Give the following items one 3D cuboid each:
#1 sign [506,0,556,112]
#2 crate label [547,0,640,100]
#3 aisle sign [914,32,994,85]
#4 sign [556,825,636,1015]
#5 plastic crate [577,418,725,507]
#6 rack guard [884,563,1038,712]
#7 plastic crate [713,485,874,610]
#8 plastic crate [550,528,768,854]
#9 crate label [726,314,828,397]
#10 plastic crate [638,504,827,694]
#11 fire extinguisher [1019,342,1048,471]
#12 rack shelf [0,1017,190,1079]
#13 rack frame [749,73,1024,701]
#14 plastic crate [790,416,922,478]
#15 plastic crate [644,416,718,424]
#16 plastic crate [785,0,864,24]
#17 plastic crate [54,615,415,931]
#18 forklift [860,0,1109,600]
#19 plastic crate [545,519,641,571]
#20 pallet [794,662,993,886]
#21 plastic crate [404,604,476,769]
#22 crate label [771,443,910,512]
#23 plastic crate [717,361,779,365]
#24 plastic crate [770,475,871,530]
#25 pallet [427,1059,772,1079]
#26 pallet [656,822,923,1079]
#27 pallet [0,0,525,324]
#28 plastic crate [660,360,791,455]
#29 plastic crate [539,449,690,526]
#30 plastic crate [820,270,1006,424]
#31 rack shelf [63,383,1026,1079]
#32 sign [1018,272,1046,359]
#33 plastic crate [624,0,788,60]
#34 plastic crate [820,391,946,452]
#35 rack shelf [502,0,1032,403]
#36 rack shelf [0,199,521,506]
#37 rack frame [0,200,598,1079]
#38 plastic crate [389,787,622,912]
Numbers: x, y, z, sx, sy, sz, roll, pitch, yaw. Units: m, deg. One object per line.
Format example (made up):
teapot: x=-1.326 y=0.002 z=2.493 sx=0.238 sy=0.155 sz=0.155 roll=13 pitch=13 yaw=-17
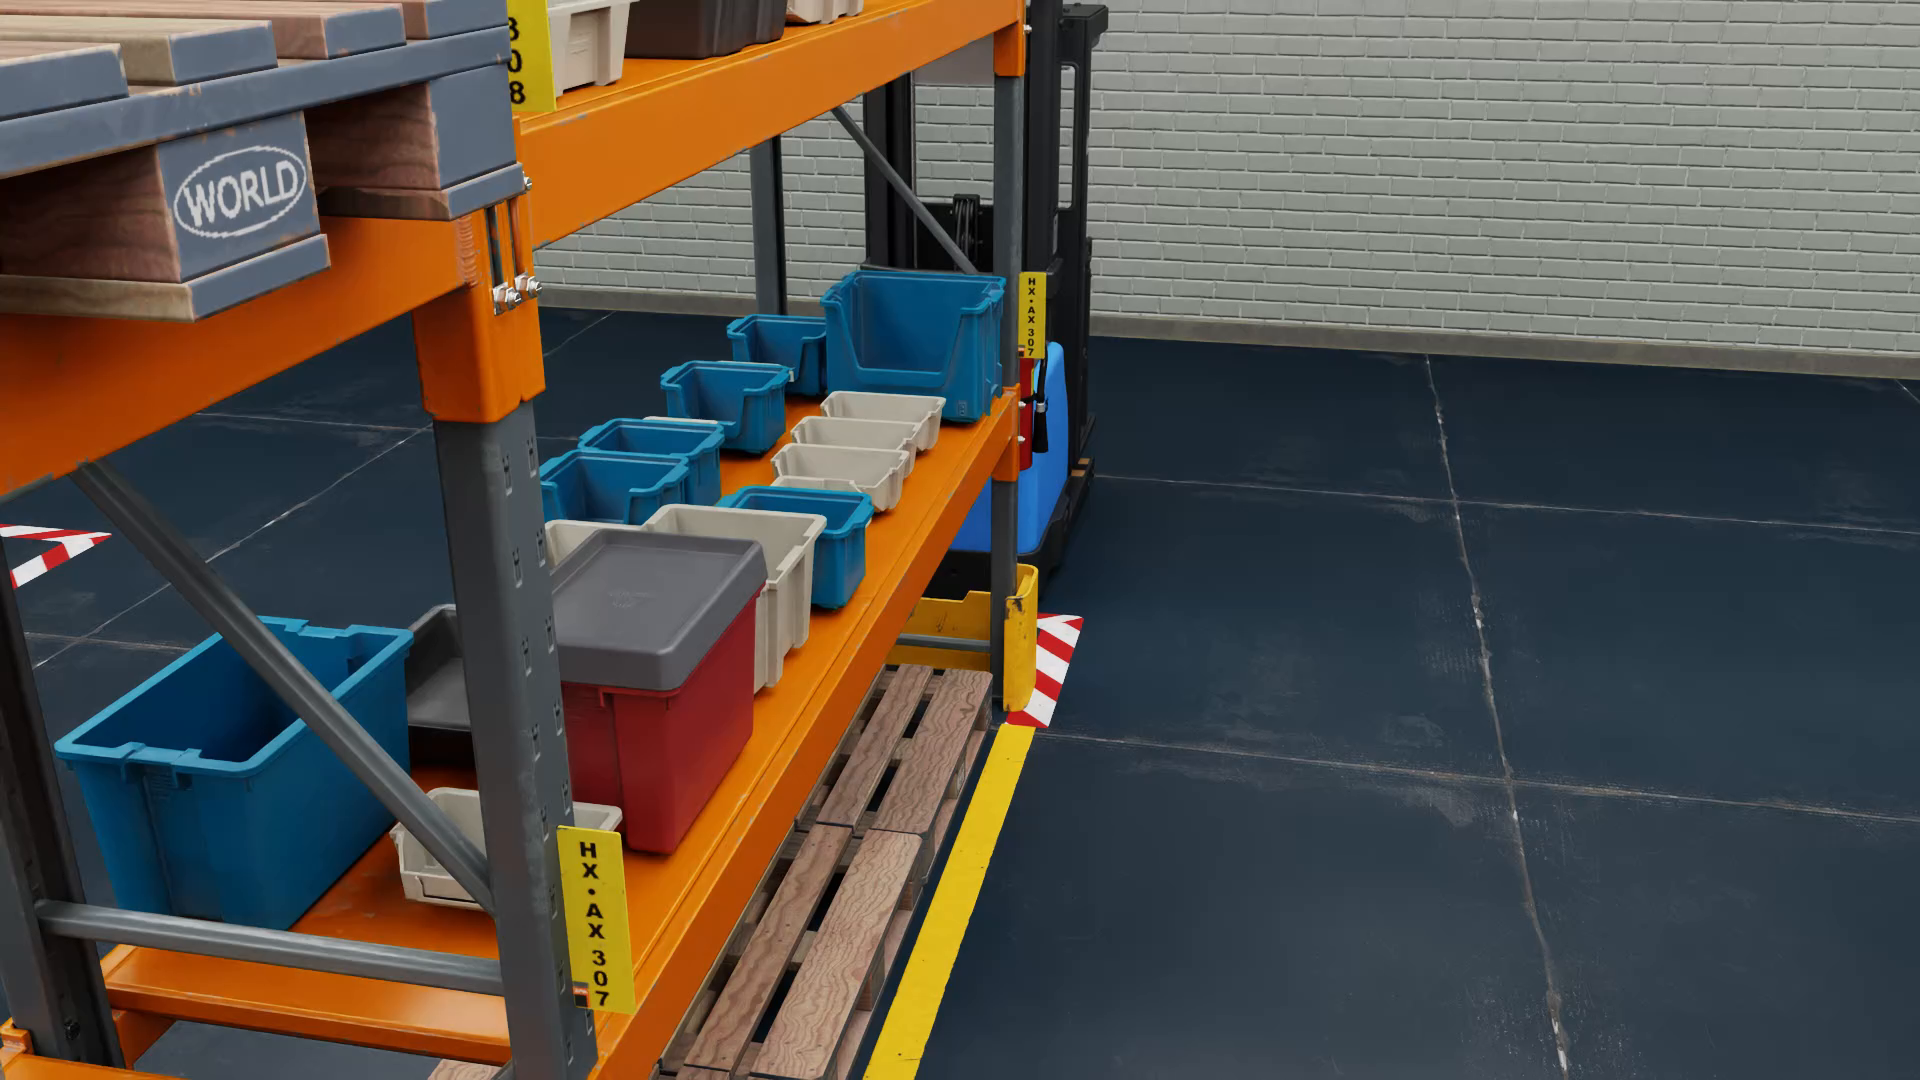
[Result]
sign: x=-0.551 y=-0.687 z=2.016 sx=0.100 sy=0.325 sz=0.005 roll=4 pitch=22 yaw=11
crate label: x=-0.707 y=-0.760 z=2.563 sx=0.293 sy=0.136 sz=0.466 roll=4 pitch=22 yaw=11
aisle sign: x=0.028 y=-2.006 z=5.841 sx=0.394 sy=0.787 sz=0.004 roll=4 pitch=22 yaw=11
sign: x=-0.551 y=0.581 z=2.527 sx=0.100 sy=0.325 sz=0.005 roll=4 pitch=22 yaw=11
plastic crate: x=-0.915 y=-0.200 z=4.979 sx=0.416 sy=0.233 sz=0.300 roll=4 pitch=22 yaw=11
rack guard: x=-0.281 y=0.353 z=6.808 sx=1.175 sy=0.500 sz=0.348 roll=4 pitch=22 yaw=11
plastic crate: x=-0.441 y=0.024 z=4.423 sx=0.416 sy=0.233 sz=0.300 roll=4 pitch=22 yaw=11
plastic crate: x=-0.662 y=0.301 z=3.424 sx=0.402 sy=0.464 sz=0.583 roll=4 pitch=22 yaw=11
crate label: x=-0.646 y=-0.682 z=6.175 sx=0.416 sy=0.233 sz=0.303 roll=4 pitch=22 yaw=11
plastic crate: x=-0.598 y=0.149 z=4.047 sx=0.437 sy=0.282 sz=0.530 roll=4 pitch=22 yaw=11
fire extinguisher: x=0.202 y=-0.608 z=6.451 sx=0.296 sy=0.674 sz=0.183 roll=4 pitch=22 yaw=11
rack shelf: x=-1.498 y=1.731 z=1.002 sx=1.077 sy=0.370 sz=4.000 roll=4 pitch=22 yaw=11
rack frame: x=-0.273 y=-0.797 z=6.316 sx=1.000 sy=3.000 sz=0.127 roll=4 pitch=22 yaw=11
plastic crate: x=-0.336 y=-0.285 z=5.319 sx=0.396 sy=0.136 sz=0.243 roll=4 pitch=22 yaw=11
plastic crate: x=-0.931 y=-0.278 z=5.301 sx=0.250 sy=0.136 sz=0.298 roll=4 pitch=22 yaw=11
plastic crate: x=-0.452 y=-1.291 z=3.882 sx=0.437 sy=0.136 sz=0.530 roll=4 pitch=22 yaw=11
plastic crate: x=-1.328 y=0.449 z=3.164 sx=0.392 sy=0.384 sz=0.575 roll=4 pitch=22 yaw=11
forklift: x=0.124 y=-1.589 z=8.377 sx=1.130 sy=2.935 sz=3.031 roll=4 pitch=22 yaw=11
plastic crate: x=-1.028 y=0.101 z=4.360 sx=0.293 sy=0.136 sz=0.466 roll=4 pitch=22 yaw=11
pallet: x=-0.480 y=0.796 z=6.096 sx=1.003 sy=0.211 sz=1.213 roll=4 pitch=22 yaw=11
plastic crate: x=-1.124 y=0.336 z=3.791 sx=0.437 sy=0.125 sz=0.590 roll=4 pitch=22 yaw=11
crate label: x=-0.369 y=-0.181 z=5.062 sx=0.396 sy=0.136 sz=0.243 roll=4 pitch=22 yaw=11
plastic crate: x=-0.792 y=-0.526 z=5.917 sx=0.250 sy=0.136 sz=0.298 roll=4 pitch=22 yaw=11
plastic crate: x=-0.411 y=-0.072 z=4.789 sx=0.298 sy=0.136 sz=0.250 roll=4 pitch=22 yaw=11
pallet: x=-0.977 y=1.688 z=3.880 sx=1.003 sy=0.211 sz=1.213 roll=4 pitch=22 yaw=11
pallet: x=-0.731 y=1.240 z=4.991 sx=1.003 sy=0.211 sz=1.213 roll=4 pitch=22 yaw=11
pallet: x=-1.154 y=-0.343 z=1.429 sx=1.213 sy=0.211 sz=1.003 roll=4 pitch=22 yaw=11
plastic crate: x=-0.780 y=-0.441 z=5.577 sx=0.416 sy=0.233 sz=0.300 roll=4 pitch=22 yaw=11
plastic crate: x=-0.976 y=-0.090 z=4.706 sx=0.416 sy=0.233 sz=0.300 roll=4 pitch=22 yaw=11
plastic crate: x=-0.159 y=-0.704 z=5.959 sx=0.616 sy=0.435 sz=0.499 roll=4 pitch=22 yaw=11
rack shelf: x=-0.681 y=0.269 z=4.635 sx=1.077 sy=0.370 sz=4.000 roll=4 pitch=22 yaw=11
sign: x=0.269 y=-0.836 z=6.196 sx=0.100 sy=0.325 sz=0.005 roll=4 pitch=22 yaw=11
plastic crate: x=-0.568 y=-1.098 z=3.224 sx=0.497 sy=0.269 sz=0.590 roll=4 pitch=22 yaw=11
plastic crate: x=-0.262 y=-0.390 z=5.580 sx=0.396 sy=0.136 sz=0.243 roll=4 pitch=22 yaw=11
rack shelf: x=-0.681 y=-1.123 z=4.074 sx=1.077 sy=0.370 sz=4.000 roll=4 pitch=22 yaw=11
rack shelf: x=-1.498 y=0.340 z=0.442 sx=1.077 sy=0.370 sz=4.000 roll=4 pitch=22 yaw=11
rack frame: x=-1.086 y=0.667 z=2.683 sx=0.949 sy=2.616 sz=0.053 roll=4 pitch=22 yaw=11
plastic crate: x=-0.855 y=0.601 z=3.118 sx=0.396 sy=0.136 sz=0.243 roll=4 pitch=22 yaw=11
